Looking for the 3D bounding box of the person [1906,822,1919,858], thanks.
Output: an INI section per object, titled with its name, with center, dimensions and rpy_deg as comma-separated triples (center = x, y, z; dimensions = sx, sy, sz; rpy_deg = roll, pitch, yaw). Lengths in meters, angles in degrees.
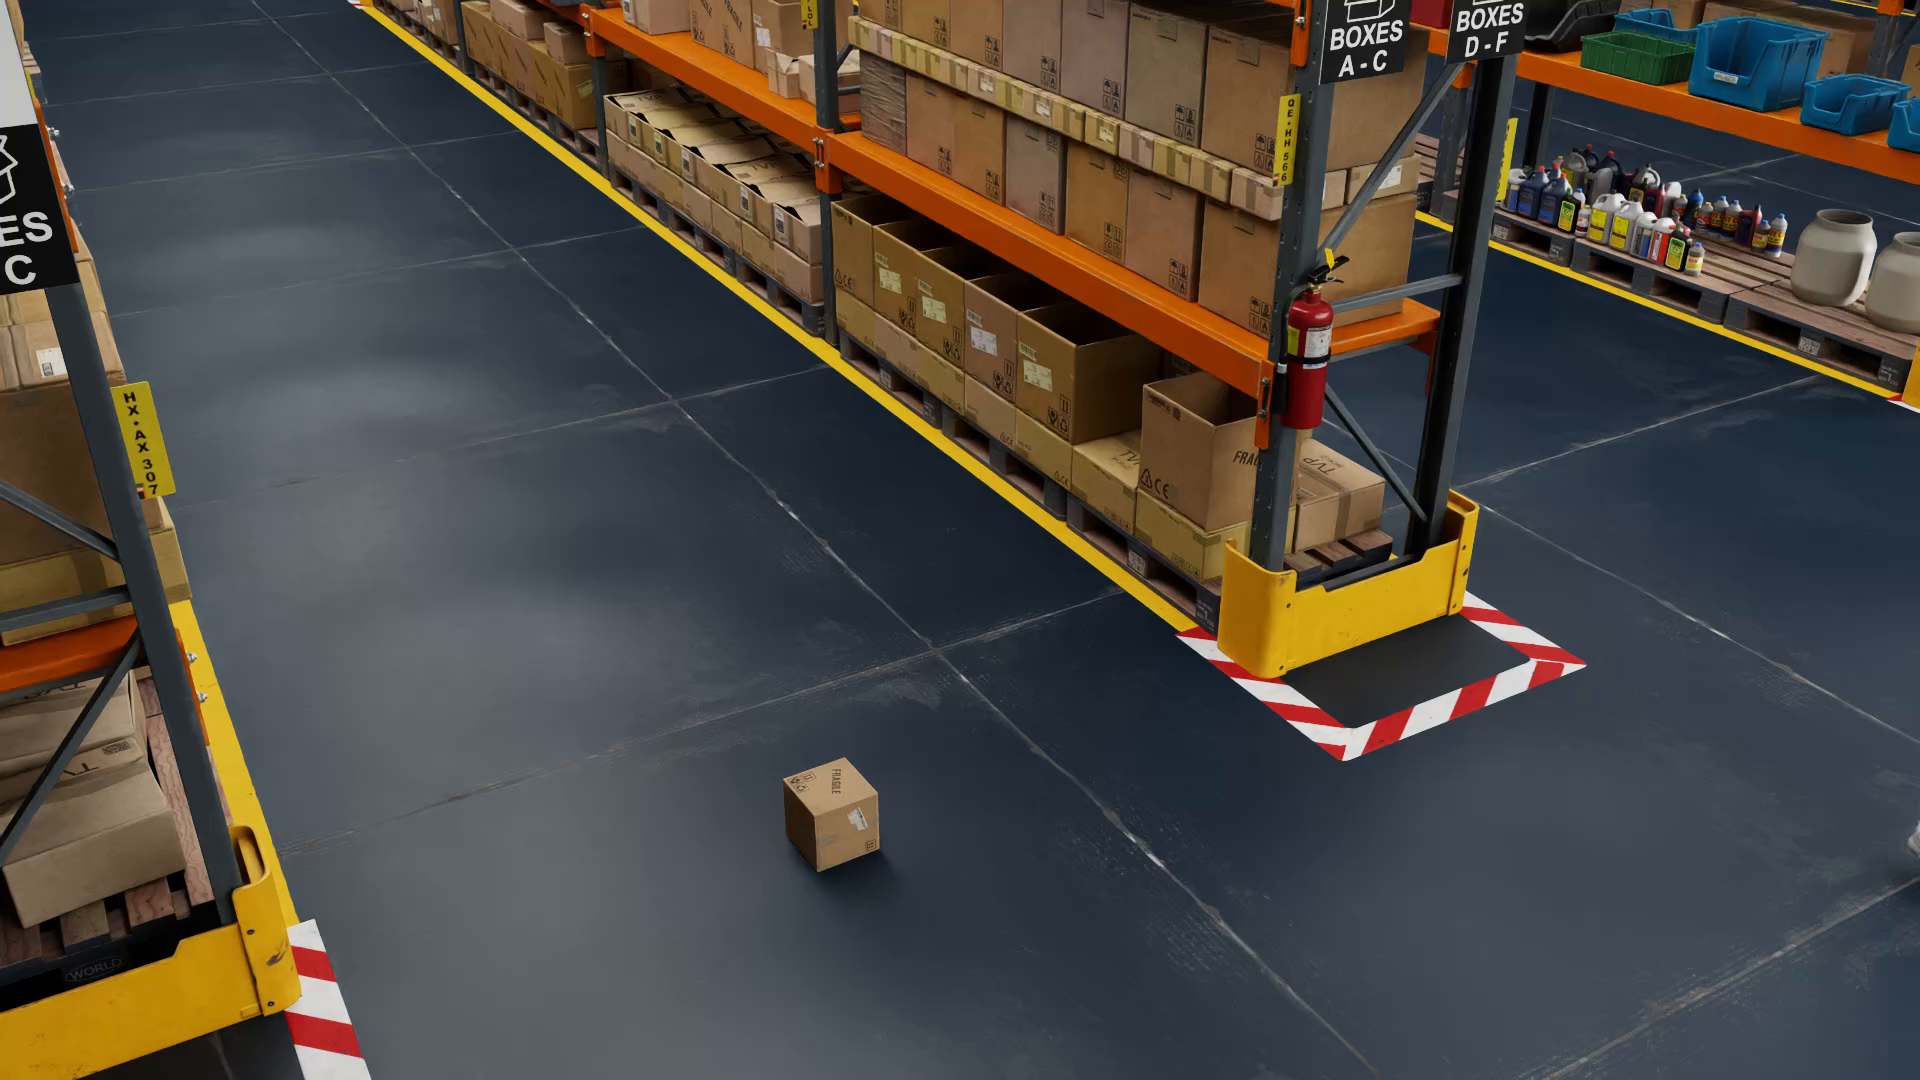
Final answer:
[person]
center = 3.770, 0.451, 5.292
dimensions = 1.002, 1.728, 0.577
rpy_deg = 3, 29, 5
